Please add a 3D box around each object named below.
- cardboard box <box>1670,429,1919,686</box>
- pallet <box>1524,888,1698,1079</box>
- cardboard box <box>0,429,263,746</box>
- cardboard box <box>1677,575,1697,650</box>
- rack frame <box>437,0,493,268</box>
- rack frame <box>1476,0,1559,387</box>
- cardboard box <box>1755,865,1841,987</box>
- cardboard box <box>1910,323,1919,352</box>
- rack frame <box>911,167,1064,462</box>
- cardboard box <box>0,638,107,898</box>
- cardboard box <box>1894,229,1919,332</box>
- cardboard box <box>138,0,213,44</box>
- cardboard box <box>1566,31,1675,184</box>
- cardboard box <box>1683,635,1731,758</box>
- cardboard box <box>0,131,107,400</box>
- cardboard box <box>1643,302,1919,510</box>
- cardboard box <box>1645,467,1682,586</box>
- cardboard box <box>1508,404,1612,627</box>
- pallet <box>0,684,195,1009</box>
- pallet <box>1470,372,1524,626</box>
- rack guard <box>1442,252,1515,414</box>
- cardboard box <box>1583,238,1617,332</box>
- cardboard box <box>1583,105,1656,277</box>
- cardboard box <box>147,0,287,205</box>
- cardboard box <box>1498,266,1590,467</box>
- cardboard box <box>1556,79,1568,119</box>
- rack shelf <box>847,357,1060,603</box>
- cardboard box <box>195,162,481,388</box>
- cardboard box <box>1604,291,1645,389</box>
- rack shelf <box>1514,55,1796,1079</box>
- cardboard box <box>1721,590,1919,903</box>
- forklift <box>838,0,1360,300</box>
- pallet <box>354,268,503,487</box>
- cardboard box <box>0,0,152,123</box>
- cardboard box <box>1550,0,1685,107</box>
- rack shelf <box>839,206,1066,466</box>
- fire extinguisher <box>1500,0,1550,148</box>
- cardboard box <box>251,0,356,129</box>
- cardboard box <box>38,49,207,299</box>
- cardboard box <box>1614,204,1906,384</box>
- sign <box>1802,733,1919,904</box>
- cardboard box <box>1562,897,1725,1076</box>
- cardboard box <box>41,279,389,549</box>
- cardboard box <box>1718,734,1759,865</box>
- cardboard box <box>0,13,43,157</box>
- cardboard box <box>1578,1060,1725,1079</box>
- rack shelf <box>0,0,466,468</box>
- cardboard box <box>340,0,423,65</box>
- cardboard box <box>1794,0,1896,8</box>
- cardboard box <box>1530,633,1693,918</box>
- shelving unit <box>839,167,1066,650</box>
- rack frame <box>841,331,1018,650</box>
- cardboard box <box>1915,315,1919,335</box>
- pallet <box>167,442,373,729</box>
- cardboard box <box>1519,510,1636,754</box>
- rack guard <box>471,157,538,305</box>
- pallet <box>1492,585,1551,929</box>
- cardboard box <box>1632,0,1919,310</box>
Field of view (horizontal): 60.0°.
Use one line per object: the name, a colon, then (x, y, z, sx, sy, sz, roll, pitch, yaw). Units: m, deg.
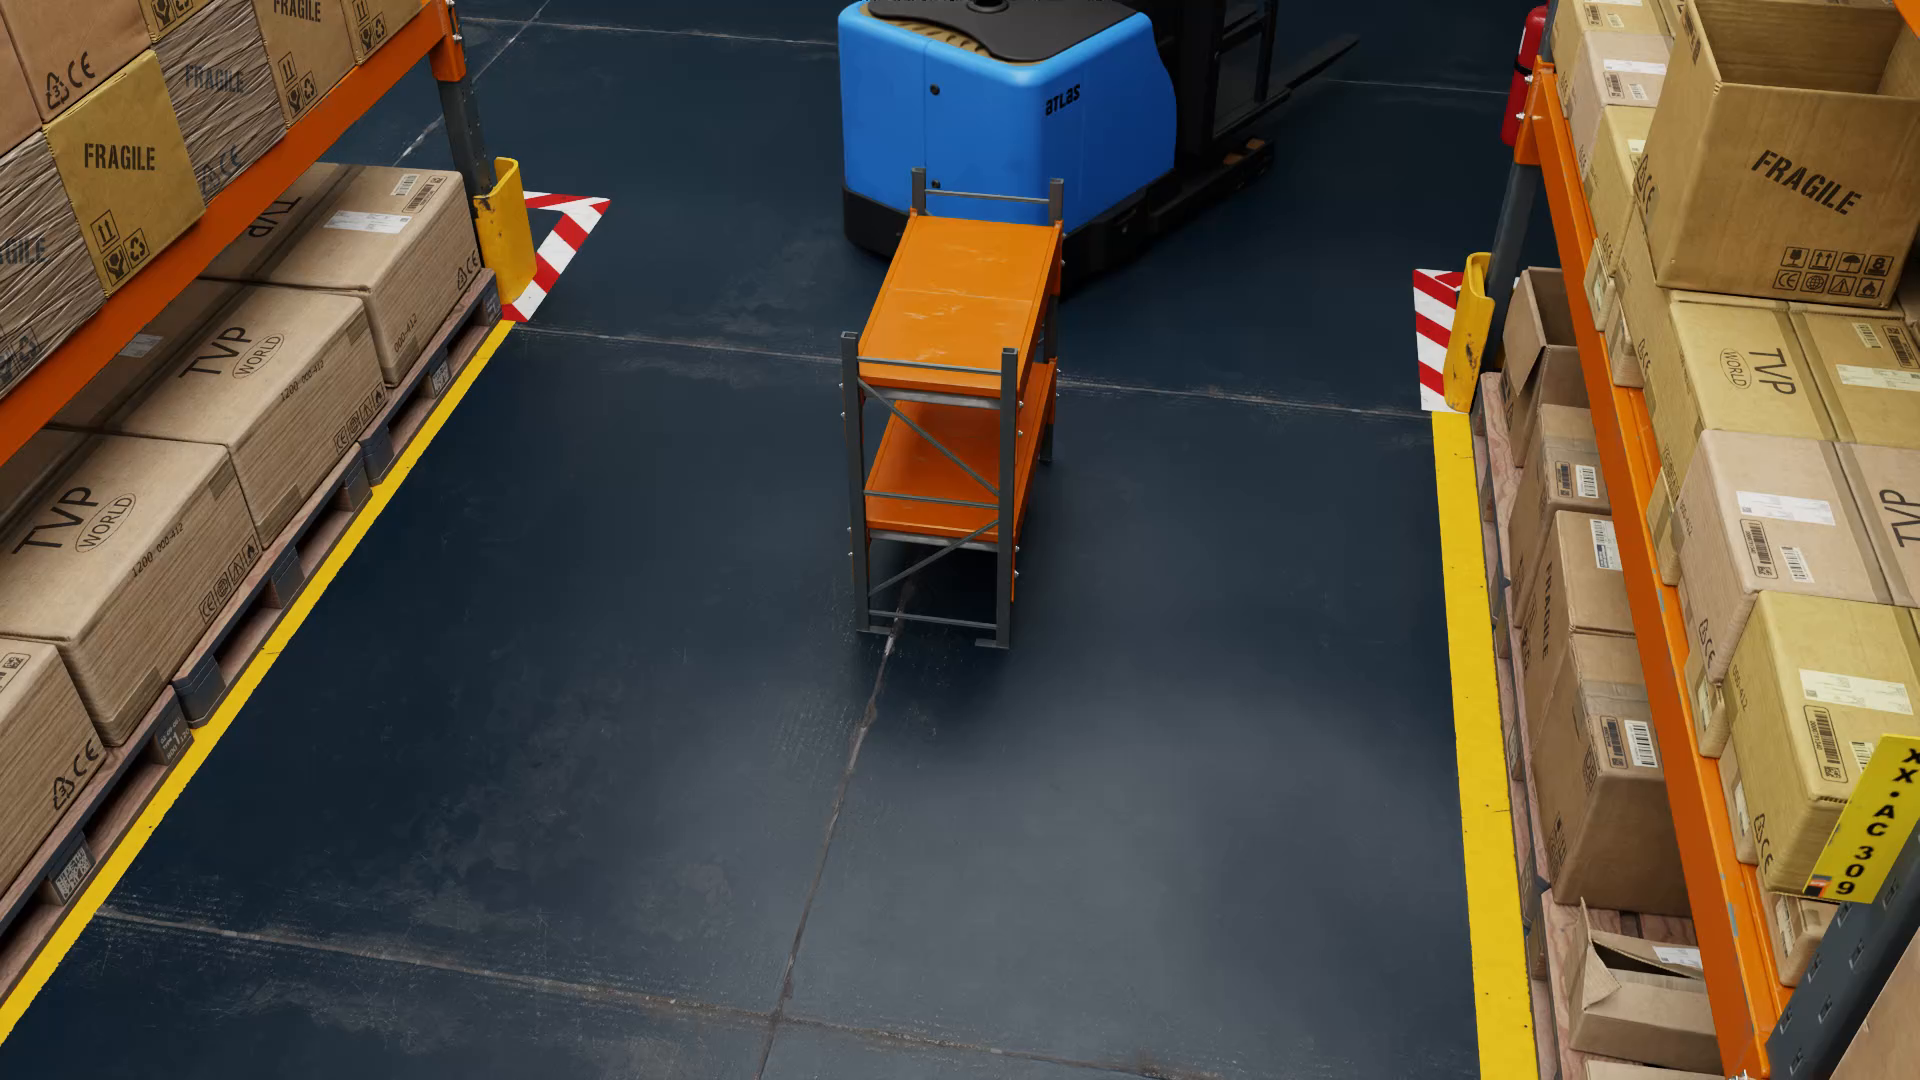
cardboard box: (1.702, 0.052, 3.217, 0.500, 0.250, 0.500, 7, 40, 8)
pallet: (1.902, 1.415, 3.873, 1.003, 0.211, 1.213, 6, 40, 8)
cardboard box: (-2.739, 0.108, 4.947, 0.875, 0.438, 0.875, 5, 40, 6)
cardboard box: (1.705, 0.147, 3.415, 0.380, 0.149, 0.250, 7, 40, 9)
rack frame: (-2.415, -2.284, 6.158, 1.000, 3.000, 0.127, 6, 40, 8)
rack frame: (2.474, -1.739, 5.499, 1.000, 3.000, 0.127, 6, 40, 8)
cardboard box: (1.588, 0.640, 2.819, 0.380, 0.149, 0.250, 7, 40, 8)
cardboard box: (2.305, -0.206, 3.529, 0.500, 0.250, 0.500, 7, 40, 9)
rack frame: (0.089, -0.757, 5.783, 0.500, 1.125, 0.032, 6, 40, 8)
cardboard box: (-2.893, 0.670, 4.267, 0.875, 0.438, 0.875, 6, 40, 7)
cardboard box: (2.385, -0.516, 3.904, 0.500, 0.250, 0.500, 6, 40, 8)
cardboard box: (-2.414, -1.738, 4.635, 0.500, 0.500, 0.500, 6, 40, 7)
cardboard box: (2.043, -1.224, 4.761, 0.500, 0.250, 0.500, 7, 40, 8)
cardboard box: (1.633, 0.309, 3.220, 0.380, 0.149, 0.250, 7, 40, 9)
cardboard box: (-2.585, -0.705, 4.170, 0.500, 0.500, 0.500, 7, 40, 8)
cardboard box: (1.801, -0.260, 3.594, 0.500, 0.250, 0.500, 6, 40, 7)
cardboard box: (1.722, -0.016, 3.613, 0.380, 0.149, 0.250, 6, 40, 7)
cardboard box: (2.089, -0.032, 5.067, 0.700, 0.500, 0.500, 8, 40, 9)
pallet: (-2.899, 0.832, 4.577, 1.003, 0.211, 1.213, 6, 40, 8)
pallet: (2.324, -0.116, 5.725, 1.003, 0.211, 1.213, 6, 40, 8)
rack guard: (2.461, -0.728, 6.238, 1.175, 0.500, 0.348, 6, 40, 8)
cardboard box: (1.875, -0.663, 4.395, 0.380, 0.149, 0.250, 5, 40, 6)
cardboard box: (1.959, -0.906, 4.376, 0.500, 0.250, 0.500, 6, 40, 7)
cardboard box: (-2.419, -1.353, 4.954, 0.500, 0.500, 0.500, 7, 40, 9)
cardboard box: (2.275, -0.565, 5.709, 0.797, 0.503, 0.637, 5, 40, 6)
cardboard box: (2.147, -1.466, 5.366, 0.380, 0.149, 0.250, 6, 40, 7)
rack shelf: (0.001, -0.249, 5.553, 0.538, 0.278, 1.000, 6, 40, 8)
cardboard box: (-2.431, -1.033, 6.327, 0.875, 0.438, 0.875, 5, 40, 6)
cardboard box: (1.850, -0.496, 4.193, 0.380, 0.149, 0.250, 7, 40, 9)
rack shelf: (2.128, -0.207, 4.210, 1.077, 0.370, 4.000, 6, 40, 8)
cardboard box: (1.630, 0.368, 2.835, 0.500, 0.250, 0.500, 7, 40, 9)
forklift: (0.826, -2.936, 7.001, 1.130, 2.935, 3.031, 28, 47, 30)
pallet: (-2.476, -0.699, 6.430, 1.003, 0.211, 1.213, 6, 40, 8)
cardboard box: (-2.503, -1.422, 4.253, 0.500, 0.500, 0.500, 6, 40, 7)
cardboard box: (2.130, -1.541, 5.144, 0.500, 0.250, 0.500, 7, 40, 8)
rack shelf: (0.001, -0.663, 5.210, 0.538, 0.278, 1.000, 6, 40, 8)
fire extinguisher: (2.044, -1.709, 5.816, 0.296, 0.674, 0.183, 6, 40, 8)
cardboard box: (-2.340, -1.677, 5.346, 0.500, 0.500, 0.500, 6, 40, 7)
cardboard box: (-2.496, -1.028, 4.561, 0.500, 0.500, 0.500, 8, 40, 9)
cardboard box: (1.891, -0.583, 3.985, 0.500, 0.250, 0.500, 5, 40, 7)
sign: (1.246, 0.383, 2.254, 0.100, 0.325, 0.005, 6, 40, 8)
cardboard box: (1.651, 1.057, 3.933, 0.396, 0.266, 0.258, 8, 40, 9)
cardboard box: (-2.581, -0.458, 5.631, 0.875, 0.438, 0.875, 7, 40, 9)
cardboard box: (1.612, 0.474, 3.019, 0.380, 0.149, 0.250, 7, 40, 9)
cardboard box: (-2.593, -1.106, 3.871, 0.500, 0.500, 0.500, 7, 40, 9)
cardboard box: (1.589, 1.326, 3.700, 0.380, 0.149, 0.250, 5, 40, 6)
rack shelf: (-2.761, -0.752, 4.869, 1.077, 0.370, 4.000, 6, 40, 8)
cardboard box: (-2.238, -1.991, 5.725, 0.500, 0.500, 0.500, 7, 40, 8)
cardboard box: (2.656, -1.478, 5.068, 0.500, 0.250, 0.500, 7, 40, 9)
cardboard box: (1.909, 0.620, 4.279, 0.700, 0.500, 0.500, 5, 40, 6)
shelving unit: (0.001, -0.438, 5.397, 0.538, 1.125, 1.048, 6, 40, 8)
rack frame: (-0.087, -0.119, 5.011, 0.500, 1.125, 0.032, 6, 40, 8)
cardboard box: (2.302, -0.480, 3.272, 0.500, 0.500, 0.500, 5, 40, 6)
pallet: (-2.690, 0.065, 5.506, 1.003, 0.211, 1.213, 6, 40, 8)
cardboard box: (1.899, 0.289, 4.679, 0.500, 0.500, 0.500, 7, 40, 8)
rack guard: (-2.411, -1.336, 6.973, 1.175, 0.500, 0.348, 6, 40, 8)
pallet: (2.111, 0.647, 4.802, 1.003, 0.211, 1.213, 6, 40, 8)
cardboard box: (1.871, -0.888, 3.766, 0.500, 0.500, 0.500, 7, 40, 9)
